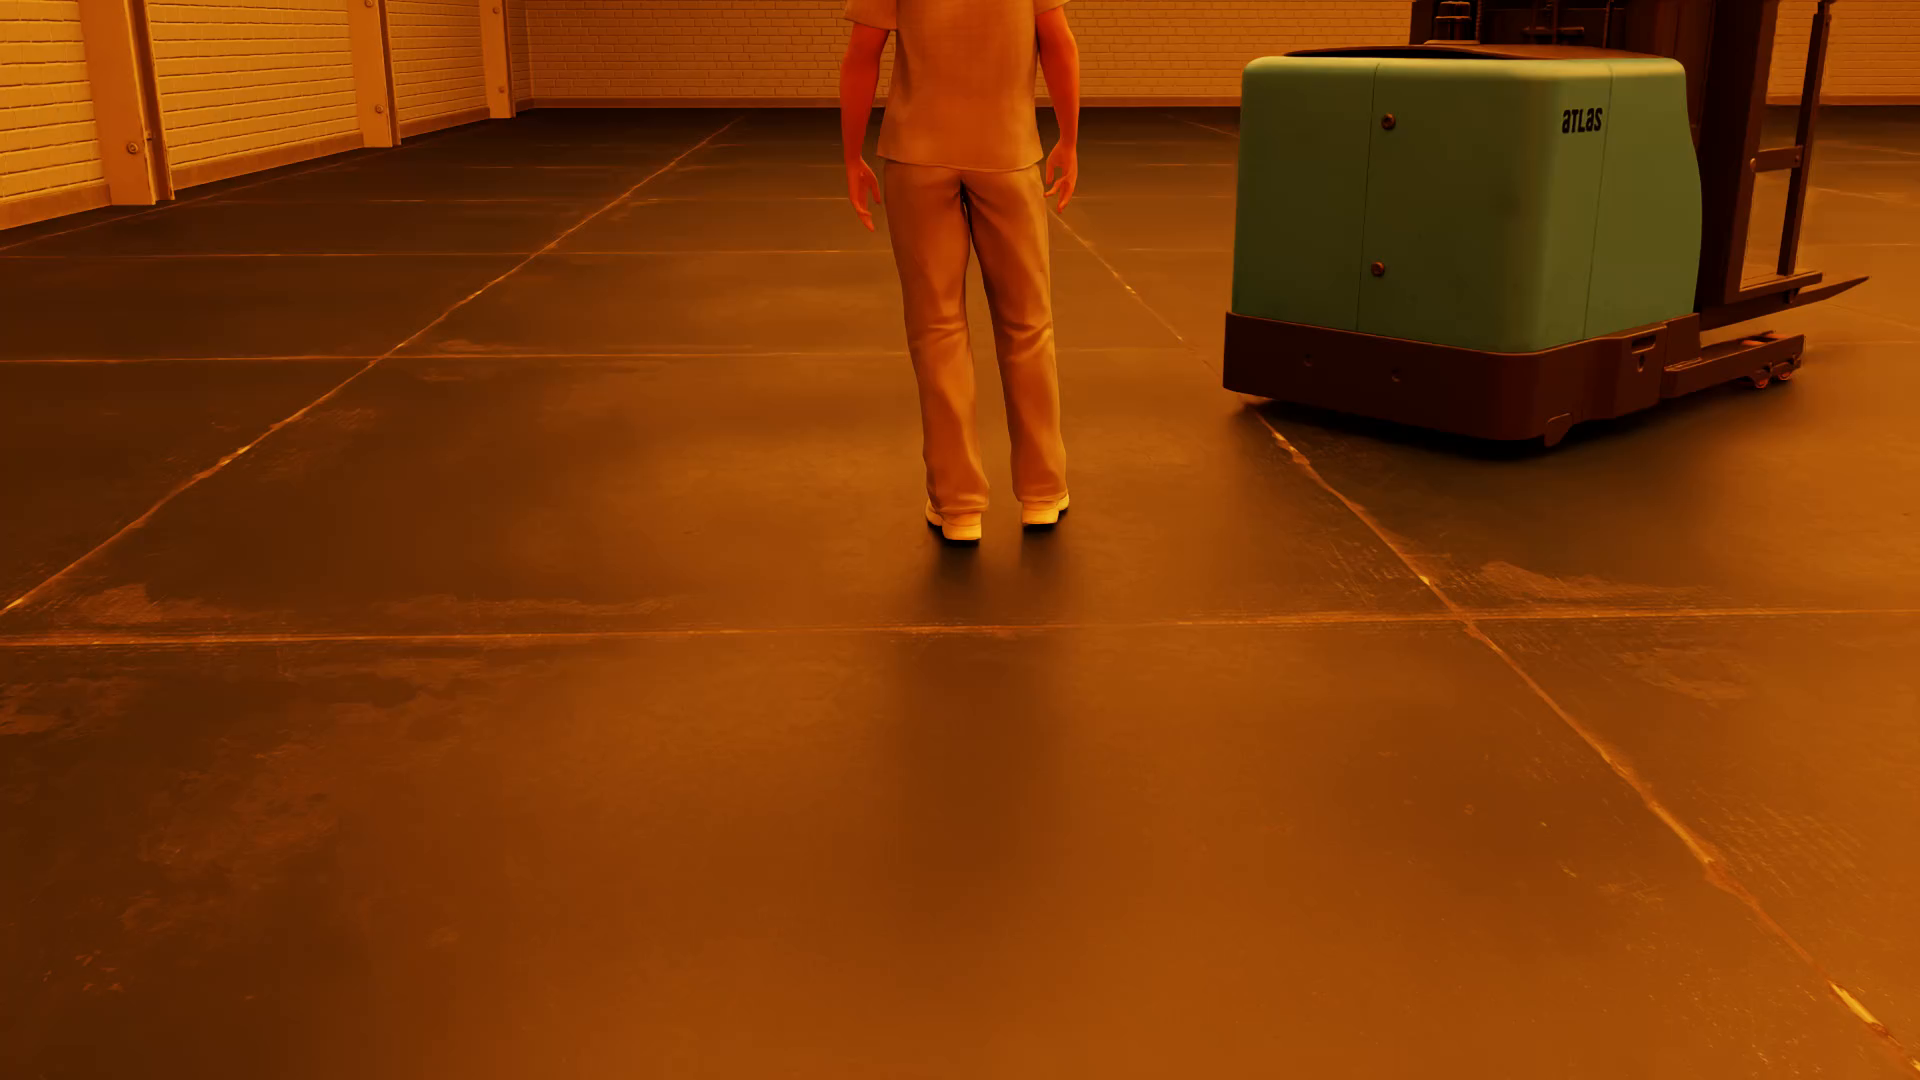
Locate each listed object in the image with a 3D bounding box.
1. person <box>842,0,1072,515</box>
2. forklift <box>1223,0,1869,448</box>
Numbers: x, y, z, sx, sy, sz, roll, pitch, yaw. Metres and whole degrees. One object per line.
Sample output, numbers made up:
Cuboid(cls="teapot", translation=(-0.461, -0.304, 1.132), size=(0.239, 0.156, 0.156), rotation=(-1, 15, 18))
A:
Cuboid(cls="person", translation=(0.006, -0.730, 3.726), size=(0.518, 1.362, 0.395), rotation=(-1, 17, -3))
Cuboid(cls="forklift", translation=(2.254, -2.005, 5.460), size=(3.031, 2.935, 1.130), rotation=(-15, 23, -40))
